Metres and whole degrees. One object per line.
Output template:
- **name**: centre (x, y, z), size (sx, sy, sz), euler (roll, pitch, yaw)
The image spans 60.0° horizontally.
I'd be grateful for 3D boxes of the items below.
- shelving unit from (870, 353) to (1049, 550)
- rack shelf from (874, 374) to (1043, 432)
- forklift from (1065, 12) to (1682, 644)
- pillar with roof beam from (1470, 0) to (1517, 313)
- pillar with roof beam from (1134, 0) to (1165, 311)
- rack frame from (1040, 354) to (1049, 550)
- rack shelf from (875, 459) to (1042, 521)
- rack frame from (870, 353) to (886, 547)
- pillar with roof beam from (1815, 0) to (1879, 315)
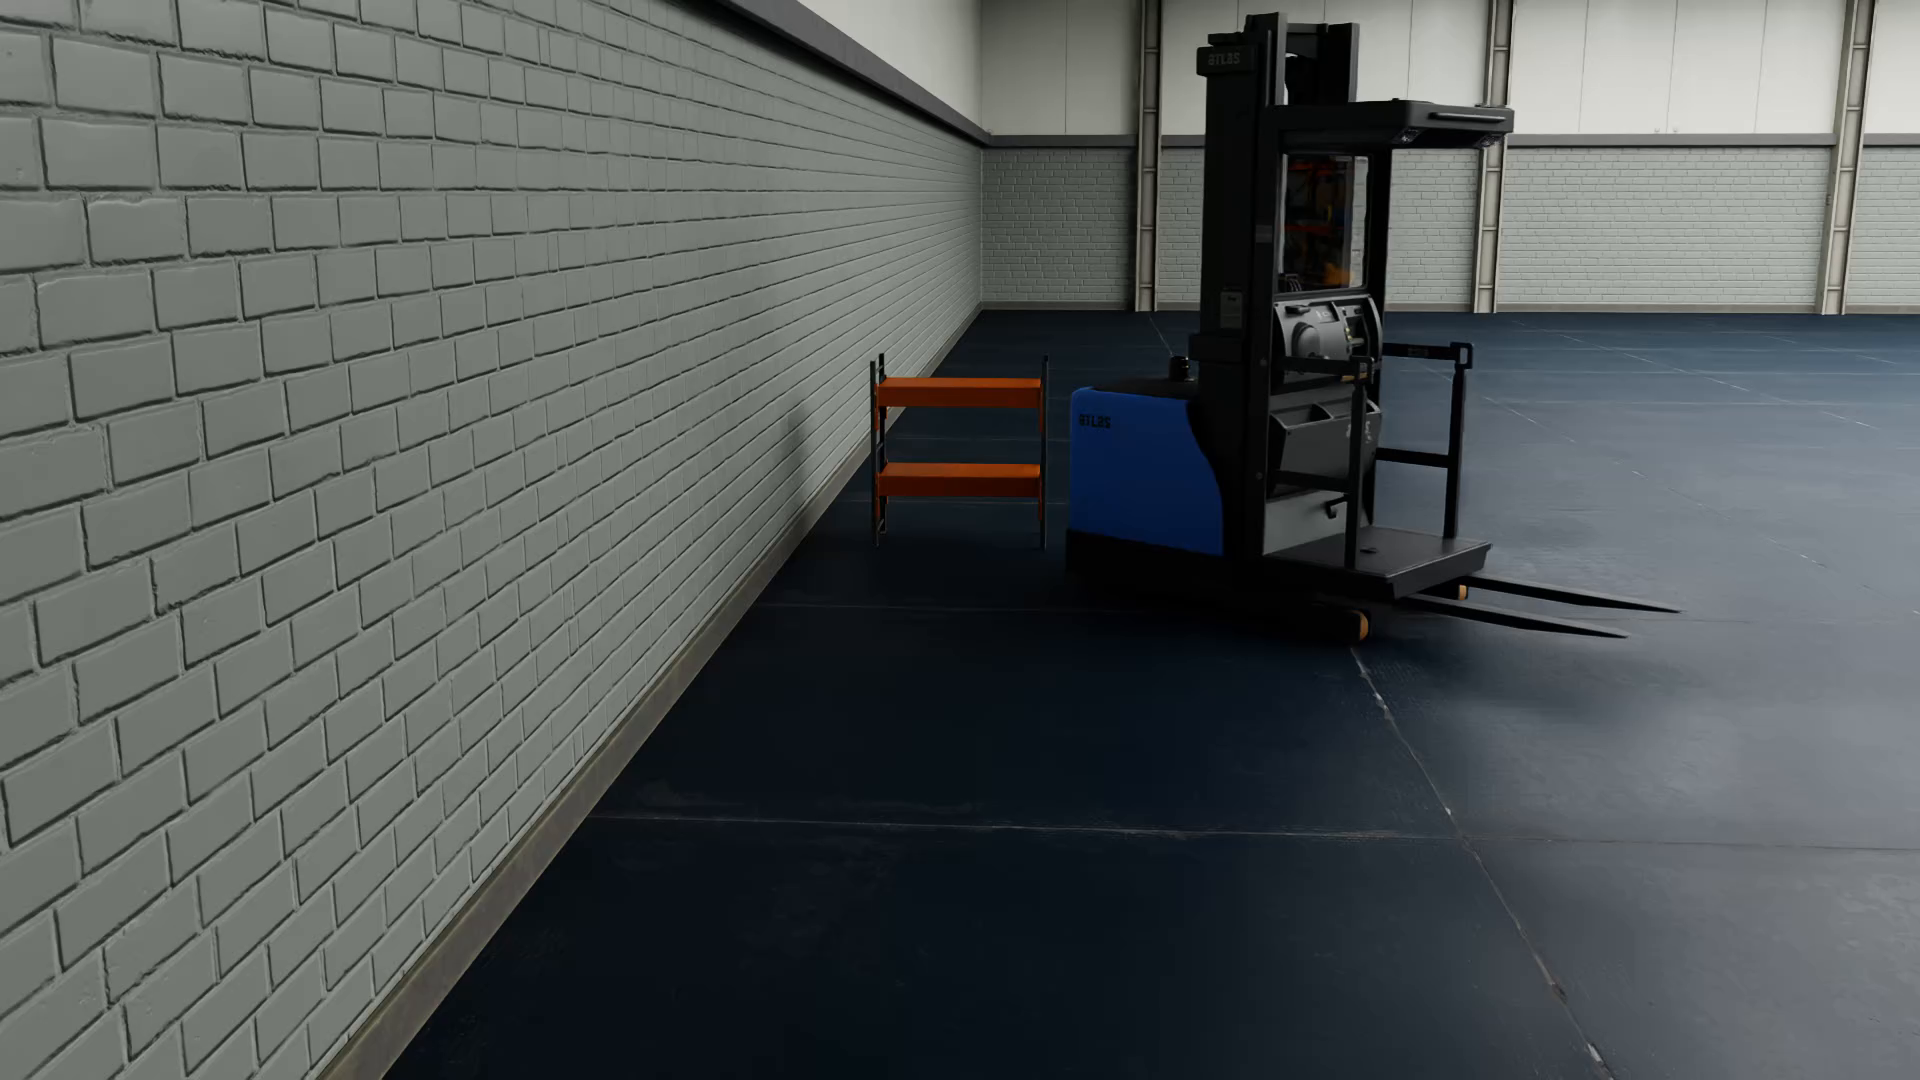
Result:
- **shelving unit**: centre (0.007, -0.550, 10.152), size (1.048, 1.125, 0.538), euler (1, 12, 4)
- **rack shelf**: centre (0.007, -0.837, 10.093), size (1.000, 0.278, 0.538), euler (1, 12, 4)
- **forklift**: centre (1.997, -1.060, 8.176), size (3.031, 2.935, 1.130), euler (11, 16, 42)
- **pillar with roof beam**: centre (9.062, -7.596, 24.604), size (0.400, 9.000, 9.100), euler (1, 12, 4)
- **pillar with roof beam**: centre (3.075, -7.678, 24.996), size (0.400, 9.000, 9.100), euler (1, 12, 4)
- **rack frame**: centre (0.514, -0.544, 10.119), size (0.032, 1.125, 0.500), euler (1, 12, 4)
- **rack shelf**: centre (0.007, -0.311, 10.203), size (1.000, 0.278, 0.538), euler (1, 12, 4)
- **rack frame**: centre (-0.500, -0.557, 10.186), size (0.032, 1.125, 0.500), euler (1, 12, 4)
- **pillar with roof beam**: centre (15.048, -7.514, 24.211), size (0.400, 9.000, 9.100), euler (1, 12, 4)
